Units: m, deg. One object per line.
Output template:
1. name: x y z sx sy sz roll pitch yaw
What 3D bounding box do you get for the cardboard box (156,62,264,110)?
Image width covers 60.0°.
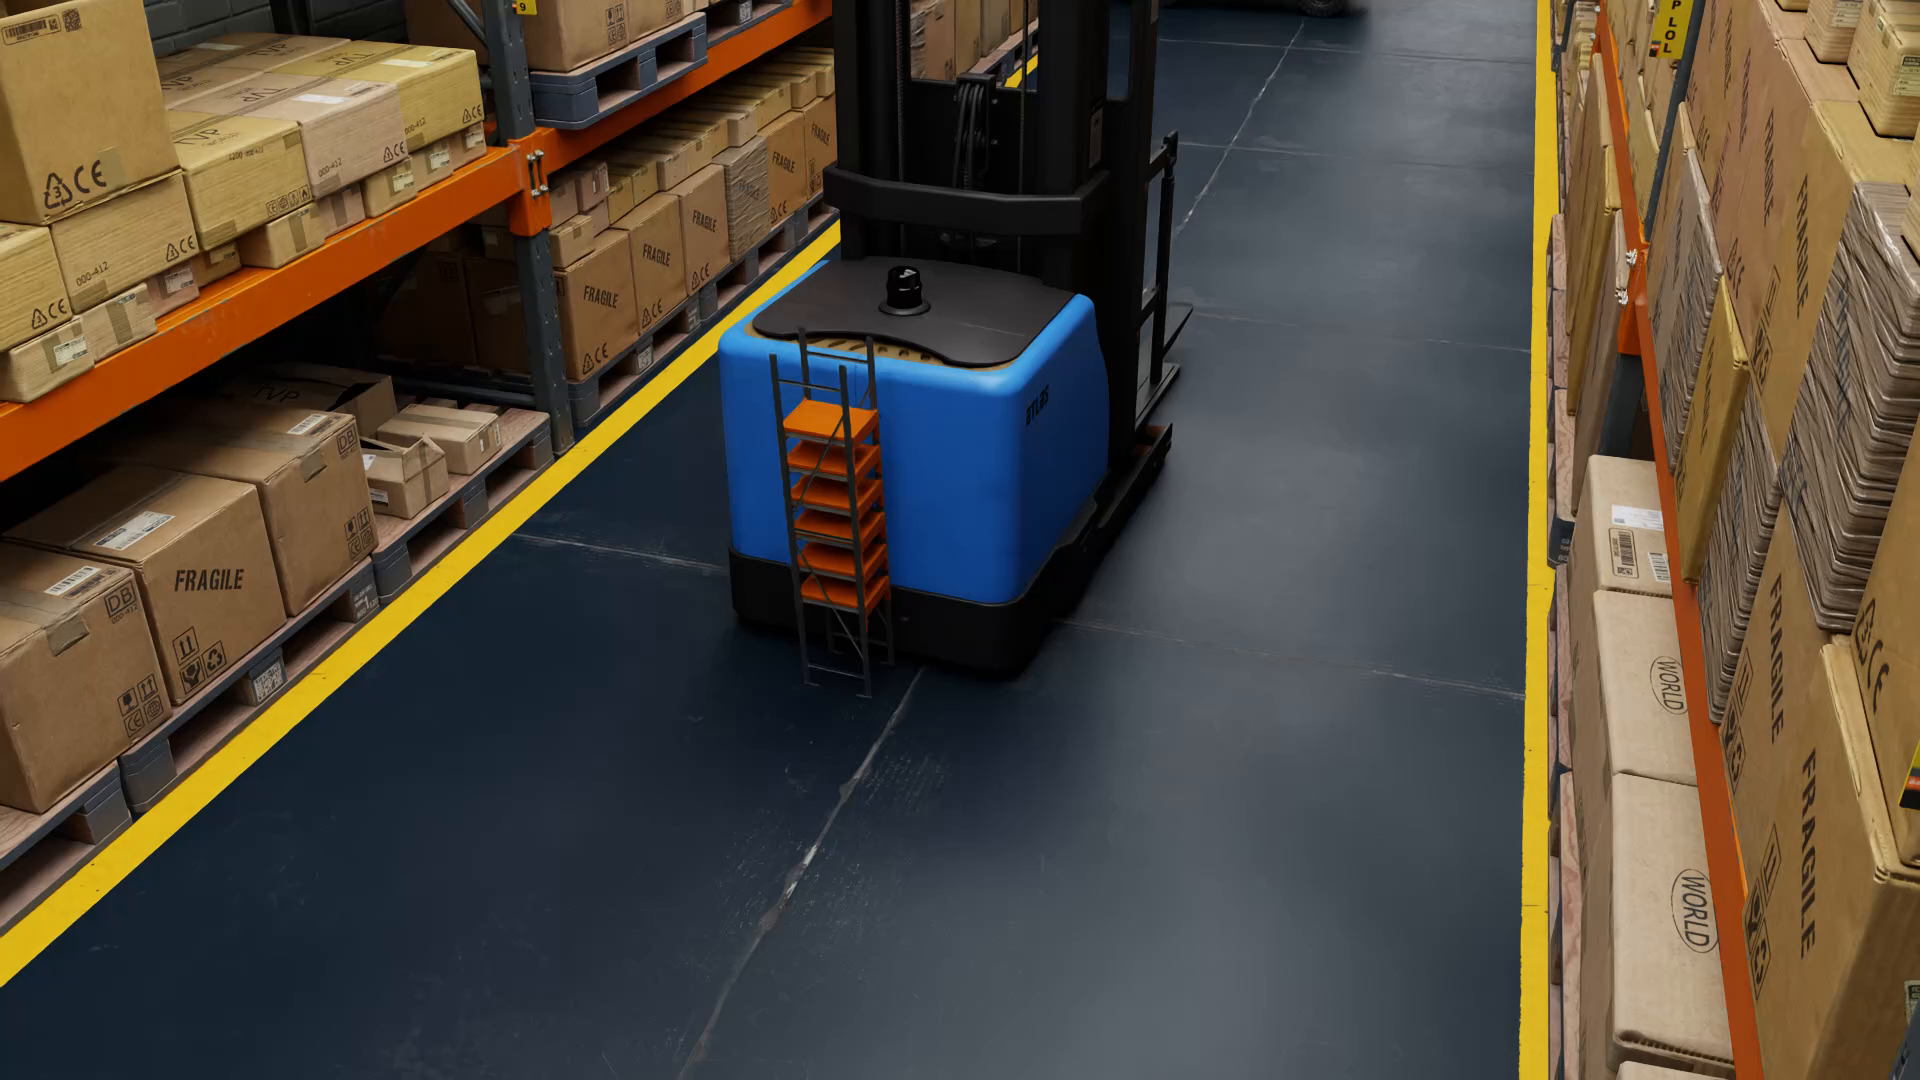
1. cardboard box: -2.650 -1.389 5.510 0.500 0.250 0.500 8 30 14

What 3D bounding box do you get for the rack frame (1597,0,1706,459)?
1. rack frame: 2.640 -1.044 5.041 1.000 3.000 0.127 8 30 15

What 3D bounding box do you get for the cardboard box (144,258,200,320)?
1. cardboard box: -2.428 -0.742 4.756 0.380 0.149 0.250 8 30 15

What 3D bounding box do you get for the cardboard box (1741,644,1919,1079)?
1. cardboard box: 1.355 0.510 2.146 0.500 0.500 0.500 9 30 15

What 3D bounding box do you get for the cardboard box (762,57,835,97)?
1. cardboard box: -0.885 -2.587 9.287 0.380 0.149 0.250 7 30 12

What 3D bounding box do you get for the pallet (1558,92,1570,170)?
1. pallet: 4.405 -2.612 10.728 1.003 0.211 1.213 8 30 15

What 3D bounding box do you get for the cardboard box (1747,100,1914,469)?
1. cardboard box: 1.654 -0.400 2.752 0.500 0.500 0.500 8 30 15

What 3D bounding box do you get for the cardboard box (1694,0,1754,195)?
1. cardboard box: 2.115 -1.104 4.017 0.500 0.500 0.500 8 30 14

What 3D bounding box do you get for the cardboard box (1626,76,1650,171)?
1. cardboard box: 2.681 -1.459 5.942 0.500 0.250 0.500 8 30 14

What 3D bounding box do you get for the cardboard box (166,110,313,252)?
1. cardboard box: -2.314 -1.078 4.951 0.500 0.250 0.500 8 30 15

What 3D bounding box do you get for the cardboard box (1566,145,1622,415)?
1. cardboard box: 3.003 -1.019 6.750 0.875 0.875 0.875 9 30 16

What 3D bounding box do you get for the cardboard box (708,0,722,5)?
1. cardboard box: -1.368 -2.776 7.619 0.700 0.500 0.500 8 30 15

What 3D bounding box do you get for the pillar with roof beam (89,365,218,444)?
1. pillar with roof beam: 0.943 -3.563 3.398 9.100 9.000 0.400 8 30 15

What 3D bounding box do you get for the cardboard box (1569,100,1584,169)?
1. cardboard box: 3.990 -2.199 9.388 0.950 0.372 0.625 6 30 11

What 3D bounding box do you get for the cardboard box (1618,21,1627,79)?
1. cardboard box: 3.137 -2.161 7.204 0.500 0.250 0.500 9 30 17

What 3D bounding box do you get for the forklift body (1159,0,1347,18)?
1. forklift body: 2.604 -5.814 14.490 2.313 2.155 1.214 8 30 15

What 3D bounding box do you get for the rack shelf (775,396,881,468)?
1. rack shelf: -0.389 -0.322 4.934 0.258 0.103 0.180 11 36 19

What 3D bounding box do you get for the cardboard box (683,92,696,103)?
1. cardboard box: -1.651 -2.426 8.998 0.380 0.149 0.250 7 30 13

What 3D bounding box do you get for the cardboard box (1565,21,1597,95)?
1. cardboard box: 4.629 -3.218 11.220 0.950 0.372 0.625 10 31 18

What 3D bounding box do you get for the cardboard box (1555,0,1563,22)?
1. cardboard box: 5.052 -4.305 13.300 0.500 0.250 0.500 8 30 14

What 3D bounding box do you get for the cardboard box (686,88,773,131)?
1. cardboard box: -1.198 -2.239 8.661 0.380 0.149 0.250 8 30 14

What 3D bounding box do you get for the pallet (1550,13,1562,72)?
1. pallet: 5.152 -3.860 12.972 1.003 0.211 1.213 8 30 15

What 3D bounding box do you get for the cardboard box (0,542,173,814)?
1. cardboard box: -2.722 0.355 4.666 0.700 0.500 0.500 10 31 17

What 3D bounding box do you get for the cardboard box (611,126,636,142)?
1. cardboard box: -1.831 -2.058 8.336 0.380 0.149 0.250 7 30 13

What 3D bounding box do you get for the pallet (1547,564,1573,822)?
1. pallet: 2.342 0.517 5.103 1.003 0.211 1.213 8 30 15

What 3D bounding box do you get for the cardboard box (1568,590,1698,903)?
1. cardboard box: 2.091 0.585 4.316 0.875 0.438 0.875 8 30 13

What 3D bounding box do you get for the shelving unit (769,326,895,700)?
1. shelving unit: -0.379 -0.059 5.109 0.258 1.200 0.189 11 36 19

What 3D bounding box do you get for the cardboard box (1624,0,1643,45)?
1. cardboard box: 2.957 -2.152 6.672 0.500 0.250 0.500 9 30 16

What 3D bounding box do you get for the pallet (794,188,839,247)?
1. pallet: -1.187 -2.049 9.716 1.003 0.211 1.213 8 30 15

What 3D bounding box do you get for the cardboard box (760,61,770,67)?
1. cardboard box: -1.324 -2.544 9.878 0.500 0.500 0.500 10 31 17

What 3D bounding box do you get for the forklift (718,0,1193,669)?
1. forklift: 0.226 -1.564 6.046 1.130 2.935 3.031 11 31 18

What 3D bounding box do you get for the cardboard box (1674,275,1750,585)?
1. cardboard box: 1.797 -0.204 3.428 0.500 0.500 0.500 9 30 16

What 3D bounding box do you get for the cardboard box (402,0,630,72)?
1. cardboard box: -1.750 -2.170 6.531 0.700 0.500 0.500 9 30 16

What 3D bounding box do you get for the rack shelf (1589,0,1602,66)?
1. rack shelf: 4.401 -3.518 10.228 1.077 0.370 4.000 8 30 15

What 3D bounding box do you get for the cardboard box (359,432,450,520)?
1. cardboard box: -2.094 -0.272 6.034 0.396 0.266 0.258 10 30 17

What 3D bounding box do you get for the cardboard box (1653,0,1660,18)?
1. cardboard box: 2.676 -2.009 5.645 0.500 0.500 0.500 9 30 16

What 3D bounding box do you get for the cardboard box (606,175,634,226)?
1. cardboard box: -1.675 -1.514 7.359 0.380 0.149 0.250 7 30 12

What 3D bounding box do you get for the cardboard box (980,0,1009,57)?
1. cardboard box: -0.135 -4.010 12.384 0.875 0.625 0.625 8 30 14

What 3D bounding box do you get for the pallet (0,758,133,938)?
1. pallet: -3.025 0.921 4.377 1.003 0.211 1.213 8 30 15

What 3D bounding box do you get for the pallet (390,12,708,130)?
1. pallet: -1.767 -2.022 6.997 1.003 0.211 1.213 8 30 15

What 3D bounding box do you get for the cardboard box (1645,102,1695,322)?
1. cardboard box: 2.252 -0.907 4.692 0.500 0.500 0.500 9 30 17

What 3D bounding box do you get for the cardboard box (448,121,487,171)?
1. cardboard box: -1.958 -1.456 6.041 0.380 0.149 0.250 9 30 16

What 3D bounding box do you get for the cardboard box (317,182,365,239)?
1. cardboard box: -2.170 -1.090 5.382 0.380 0.149 0.250 9 30 16

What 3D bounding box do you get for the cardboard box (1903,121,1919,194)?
1. cardboard box: 1.540 -0.509 2.281 0.380 0.149 0.250 9 30 16

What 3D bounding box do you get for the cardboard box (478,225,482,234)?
1. cardboard box: -2.201 -1.460 7.261 0.380 0.149 0.250 9 30 15

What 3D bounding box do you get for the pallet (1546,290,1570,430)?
1. pallet: 3.151 -0.763 7.405 1.003 0.211 1.213 8 30 15

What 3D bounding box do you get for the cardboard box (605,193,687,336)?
1. cardboard box: -1.602 -1.283 7.610 0.500 0.500 0.500 8 30 14

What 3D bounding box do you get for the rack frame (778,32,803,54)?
1. rack frame: -0.932 -3.609 9.652 1.000 3.000 0.127 8 30 15

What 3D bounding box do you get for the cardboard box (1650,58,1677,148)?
1. cardboard box: 2.537 -1.436 5.386 0.500 0.250 0.500 8 30 15

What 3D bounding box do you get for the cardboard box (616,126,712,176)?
1. cardboard box: -1.423 -1.869 7.997 0.380 0.149 0.250 10 30 17

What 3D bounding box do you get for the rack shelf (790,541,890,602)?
1. rack shelf: -0.374 0.078 5.200 0.258 0.103 0.180 11 36 19

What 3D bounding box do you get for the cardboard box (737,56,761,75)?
1. cardboard box: -1.383 -2.786 9.644 0.380 0.149 0.250 10 31 17

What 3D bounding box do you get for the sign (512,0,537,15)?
1. sign: -1.585 -2.055 5.968 0.100 0.325 0.005 8 30 15

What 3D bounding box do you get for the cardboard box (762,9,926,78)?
1. cardboard box: -0.736 -3.043 10.645 0.875 0.625 0.625 9 30 16

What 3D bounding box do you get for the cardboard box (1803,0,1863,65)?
1. cardboard box: 1.834 -0.993 3.151 0.380 0.149 0.250 9 30 15

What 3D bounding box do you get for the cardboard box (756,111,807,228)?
1. cardboard box: -1.159 -1.998 8.896 0.500 0.500 0.500 10 31 17
